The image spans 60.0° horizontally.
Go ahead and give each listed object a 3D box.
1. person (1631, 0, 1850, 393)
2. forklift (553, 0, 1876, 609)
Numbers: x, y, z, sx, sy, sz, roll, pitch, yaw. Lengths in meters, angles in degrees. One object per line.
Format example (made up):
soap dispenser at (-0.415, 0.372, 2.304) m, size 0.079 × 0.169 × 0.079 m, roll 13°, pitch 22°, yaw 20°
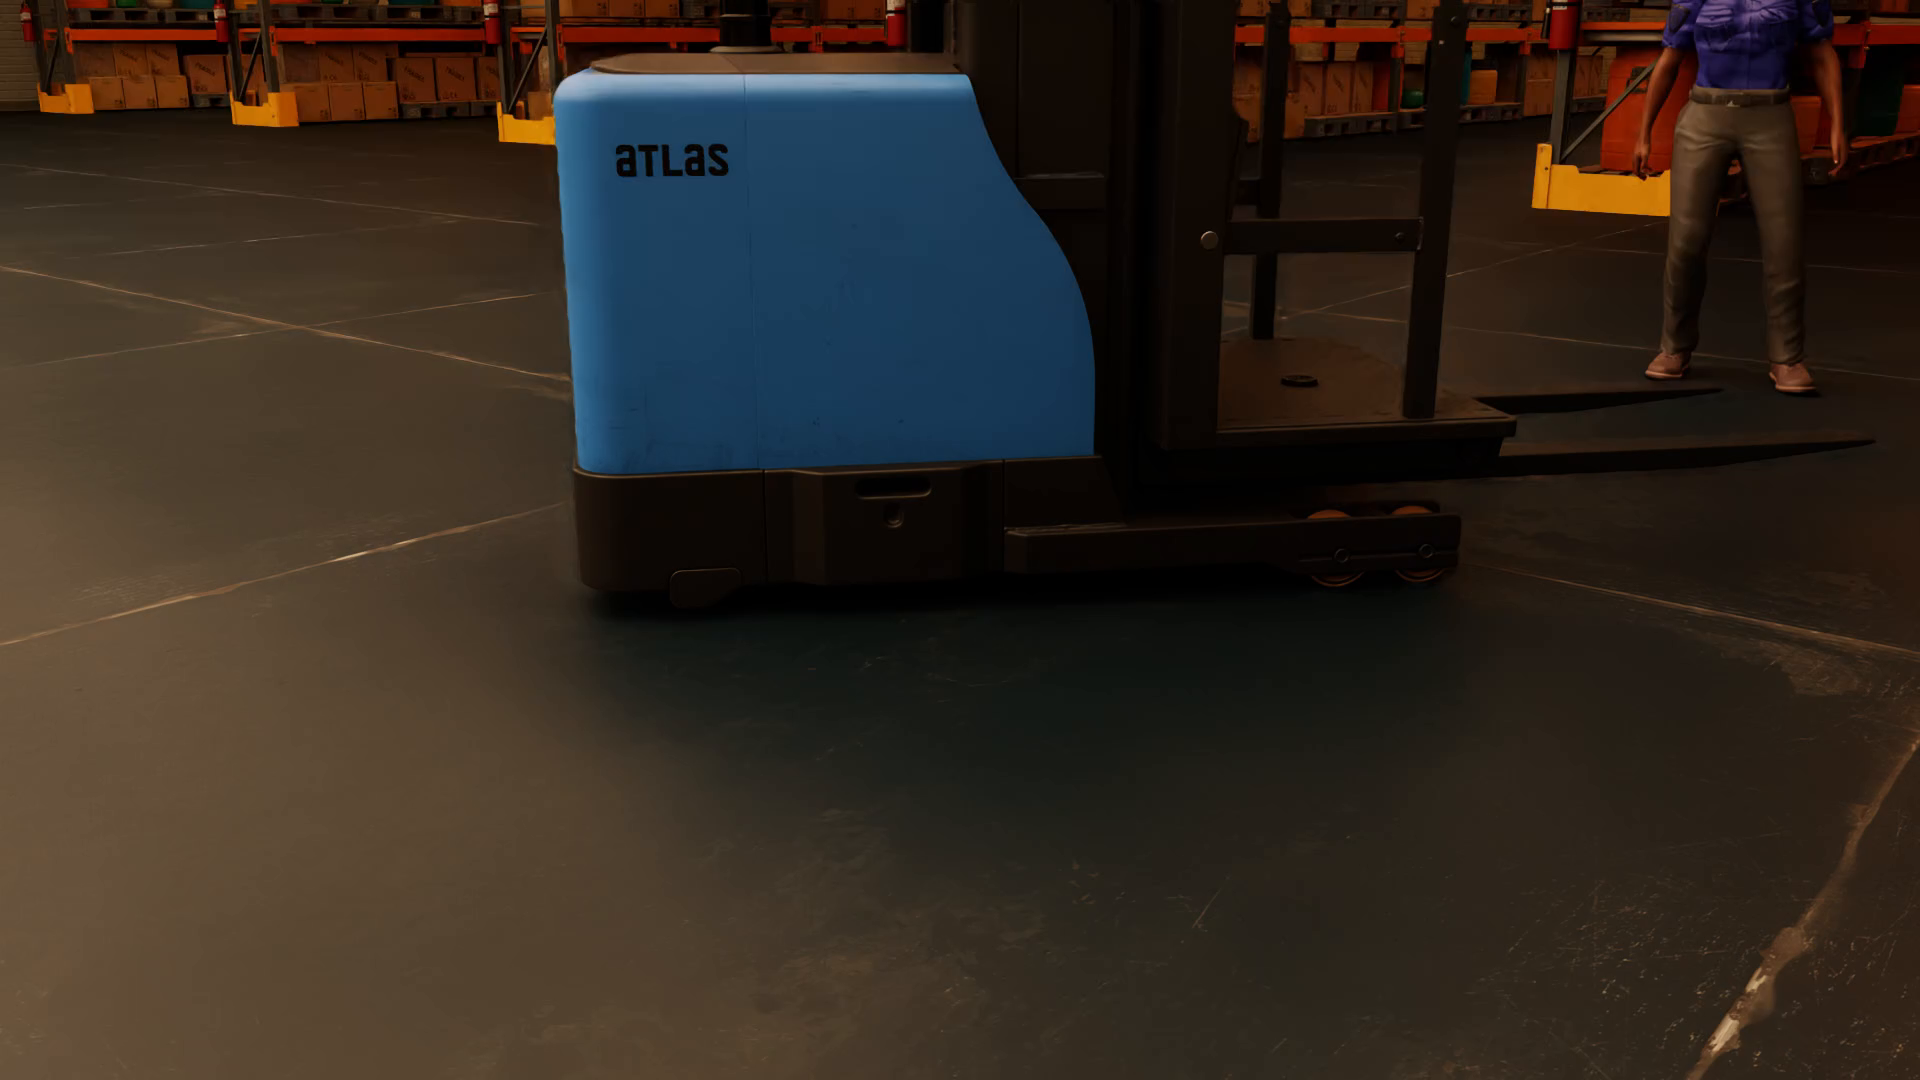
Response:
person at (2.592, -1.339, 5.531) m, size 0.659 × 1.642 × 0.381 m, roll 7°, pitch 18°, yaw 21°
forklift at (0.637, -1.448, 3.667) m, size 3.031 × 2.935 × 1.130 m, roll -3°, pitch 17°, yaw -9°
